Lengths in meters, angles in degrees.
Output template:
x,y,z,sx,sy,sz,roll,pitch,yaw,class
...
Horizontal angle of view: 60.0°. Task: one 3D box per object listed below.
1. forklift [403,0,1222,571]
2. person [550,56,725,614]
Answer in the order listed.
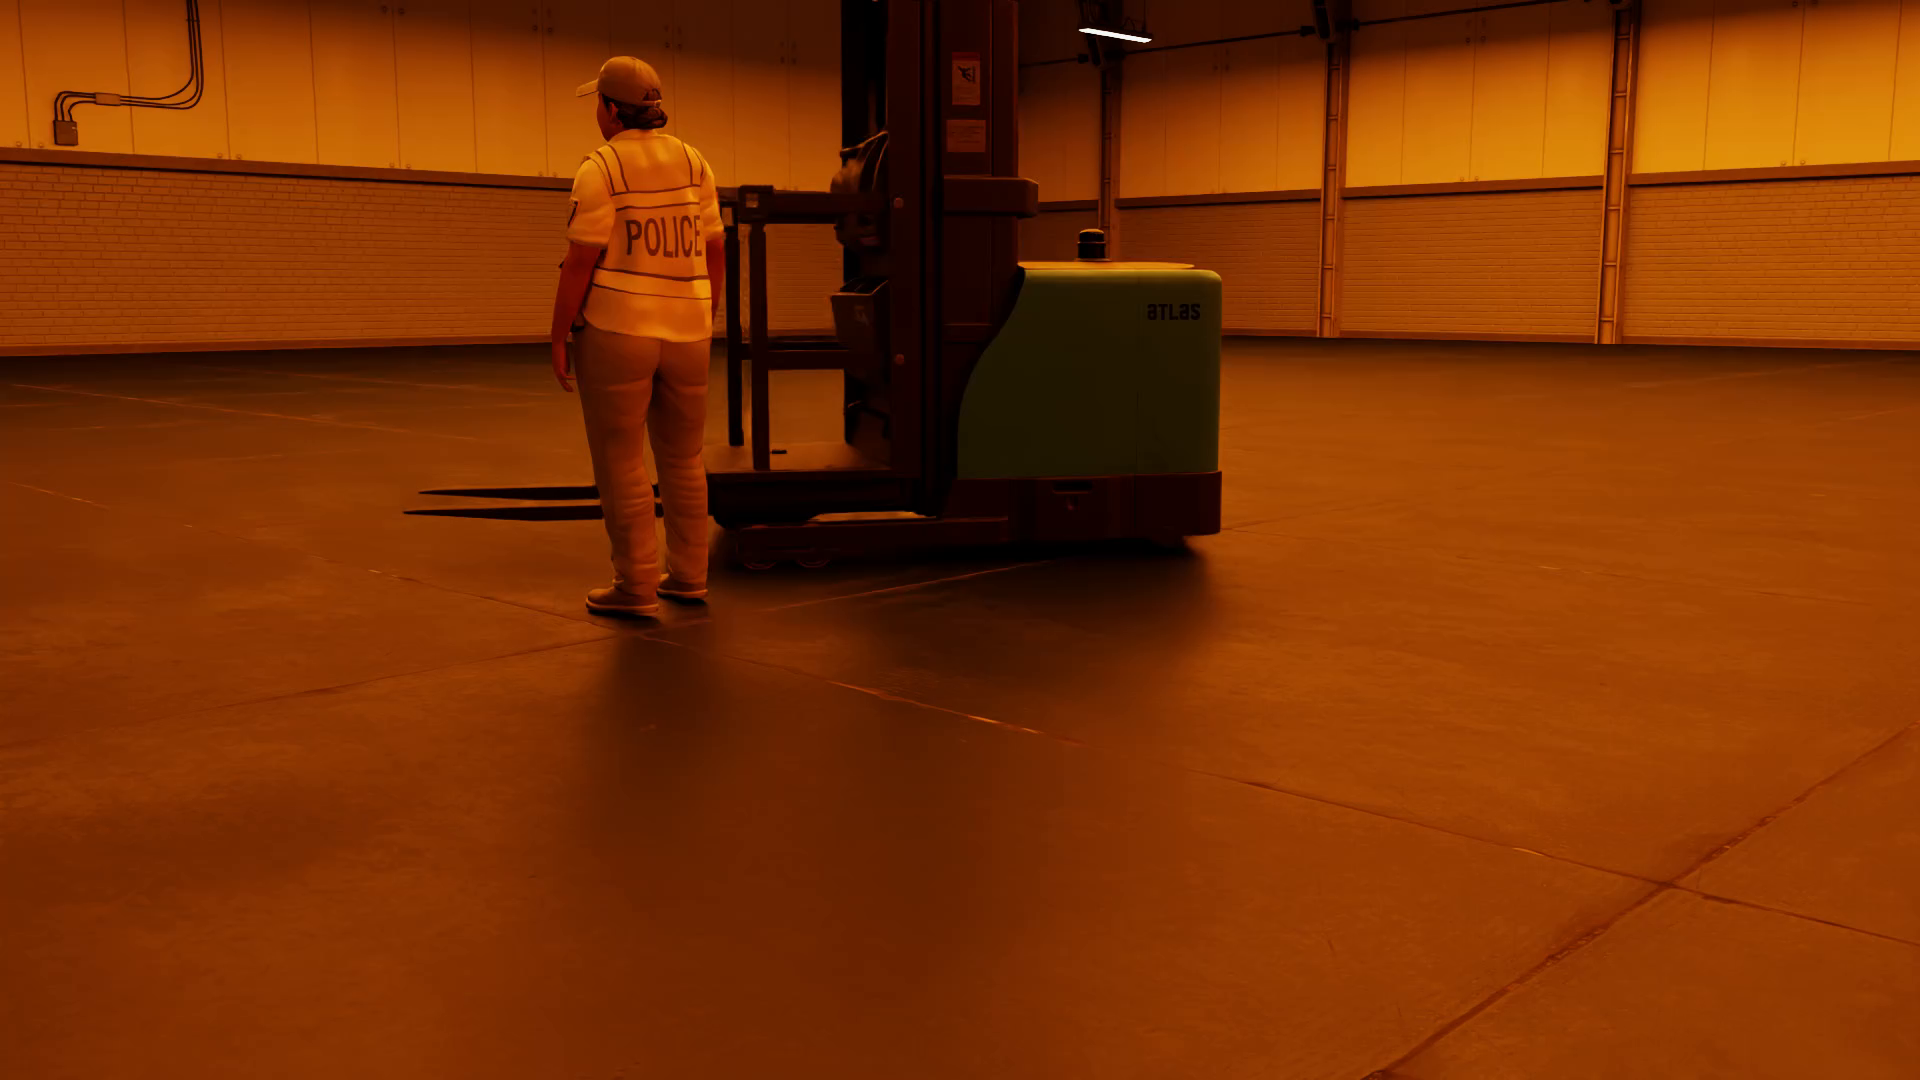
x,y,z,sx,sy,sz,roll,pitch,yaw,class
-0.565,-1.426,6.341,3.031,2.935,1.130,-2,9,-13,forklift
-1.006,-0.608,5.110,0.598,1.670,0.529,-8,11,-41,person
